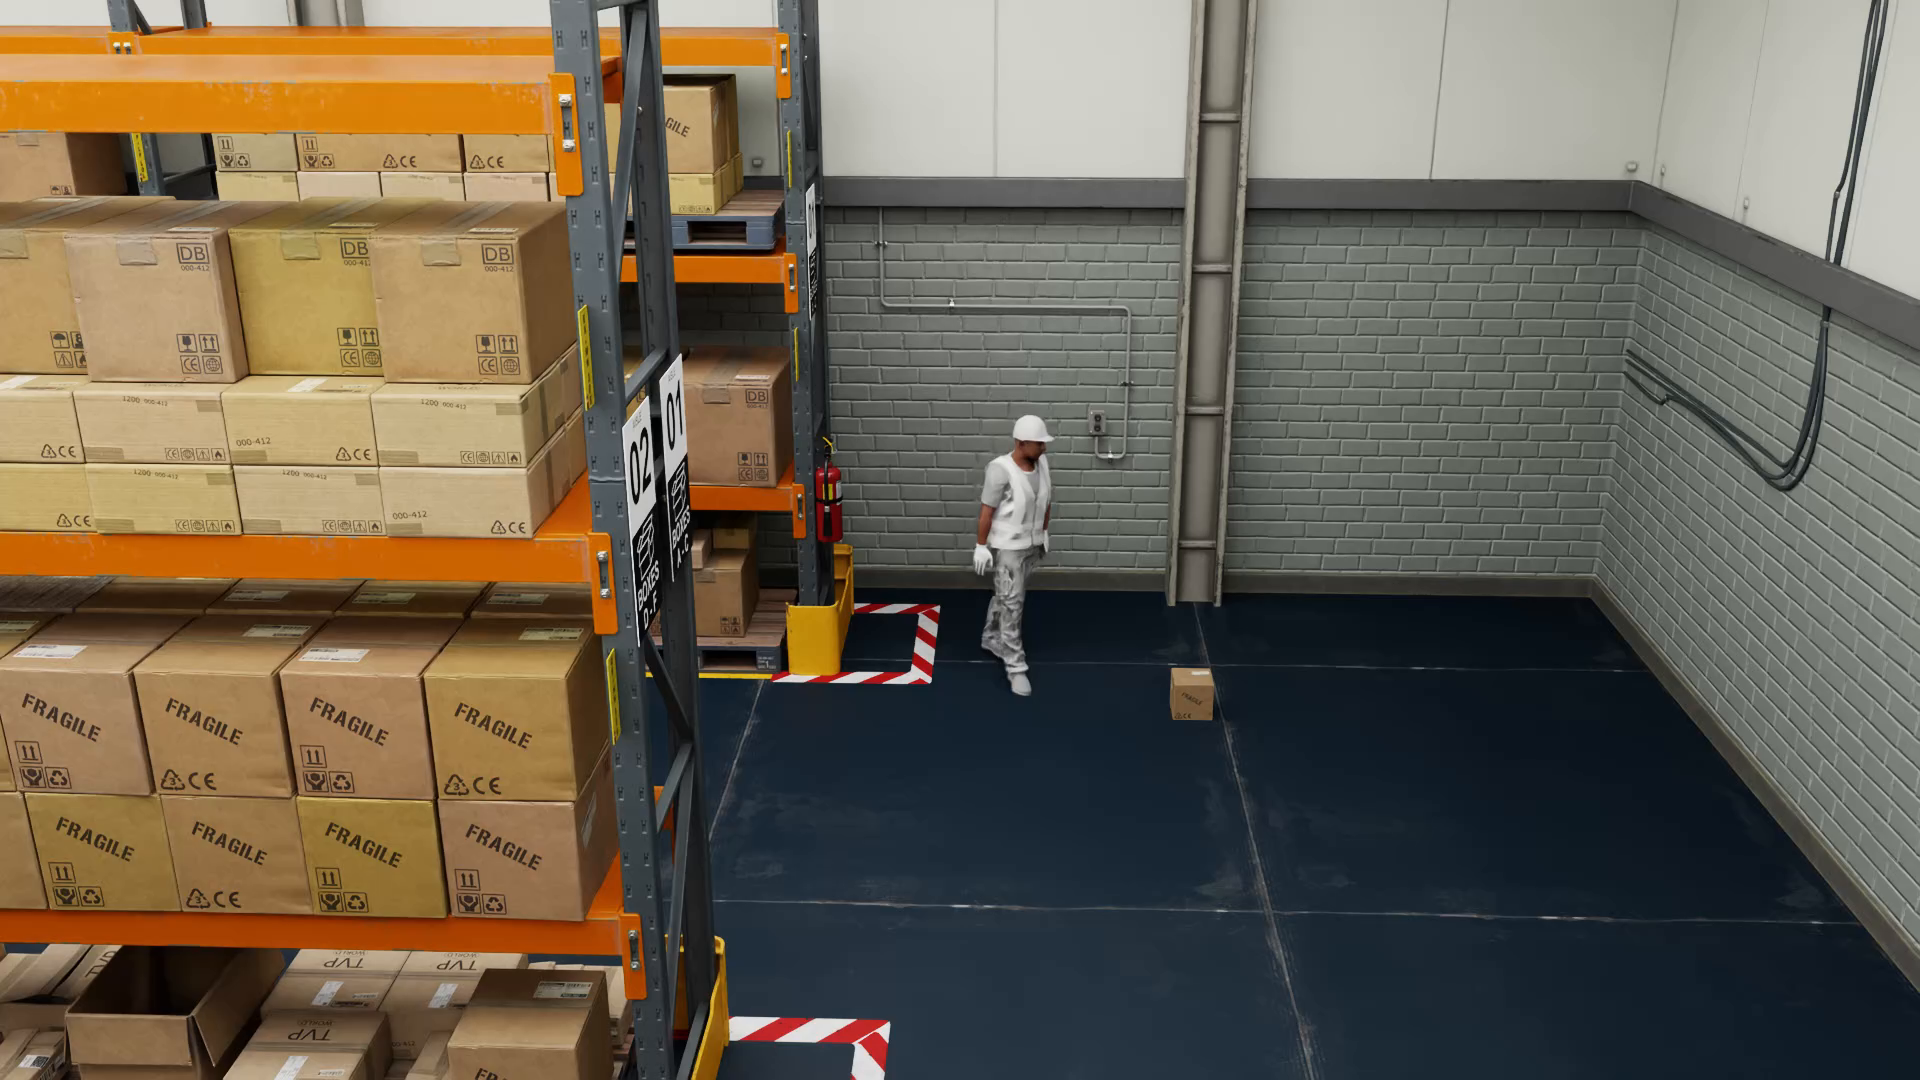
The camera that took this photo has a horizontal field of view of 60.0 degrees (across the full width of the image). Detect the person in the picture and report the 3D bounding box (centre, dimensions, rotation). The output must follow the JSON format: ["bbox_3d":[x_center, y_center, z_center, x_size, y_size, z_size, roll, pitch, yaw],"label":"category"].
[{"bbox_3d":[0.380,0.037,10.960,0.725,1.781,0.635,18,27,40],"label":"person"}]
